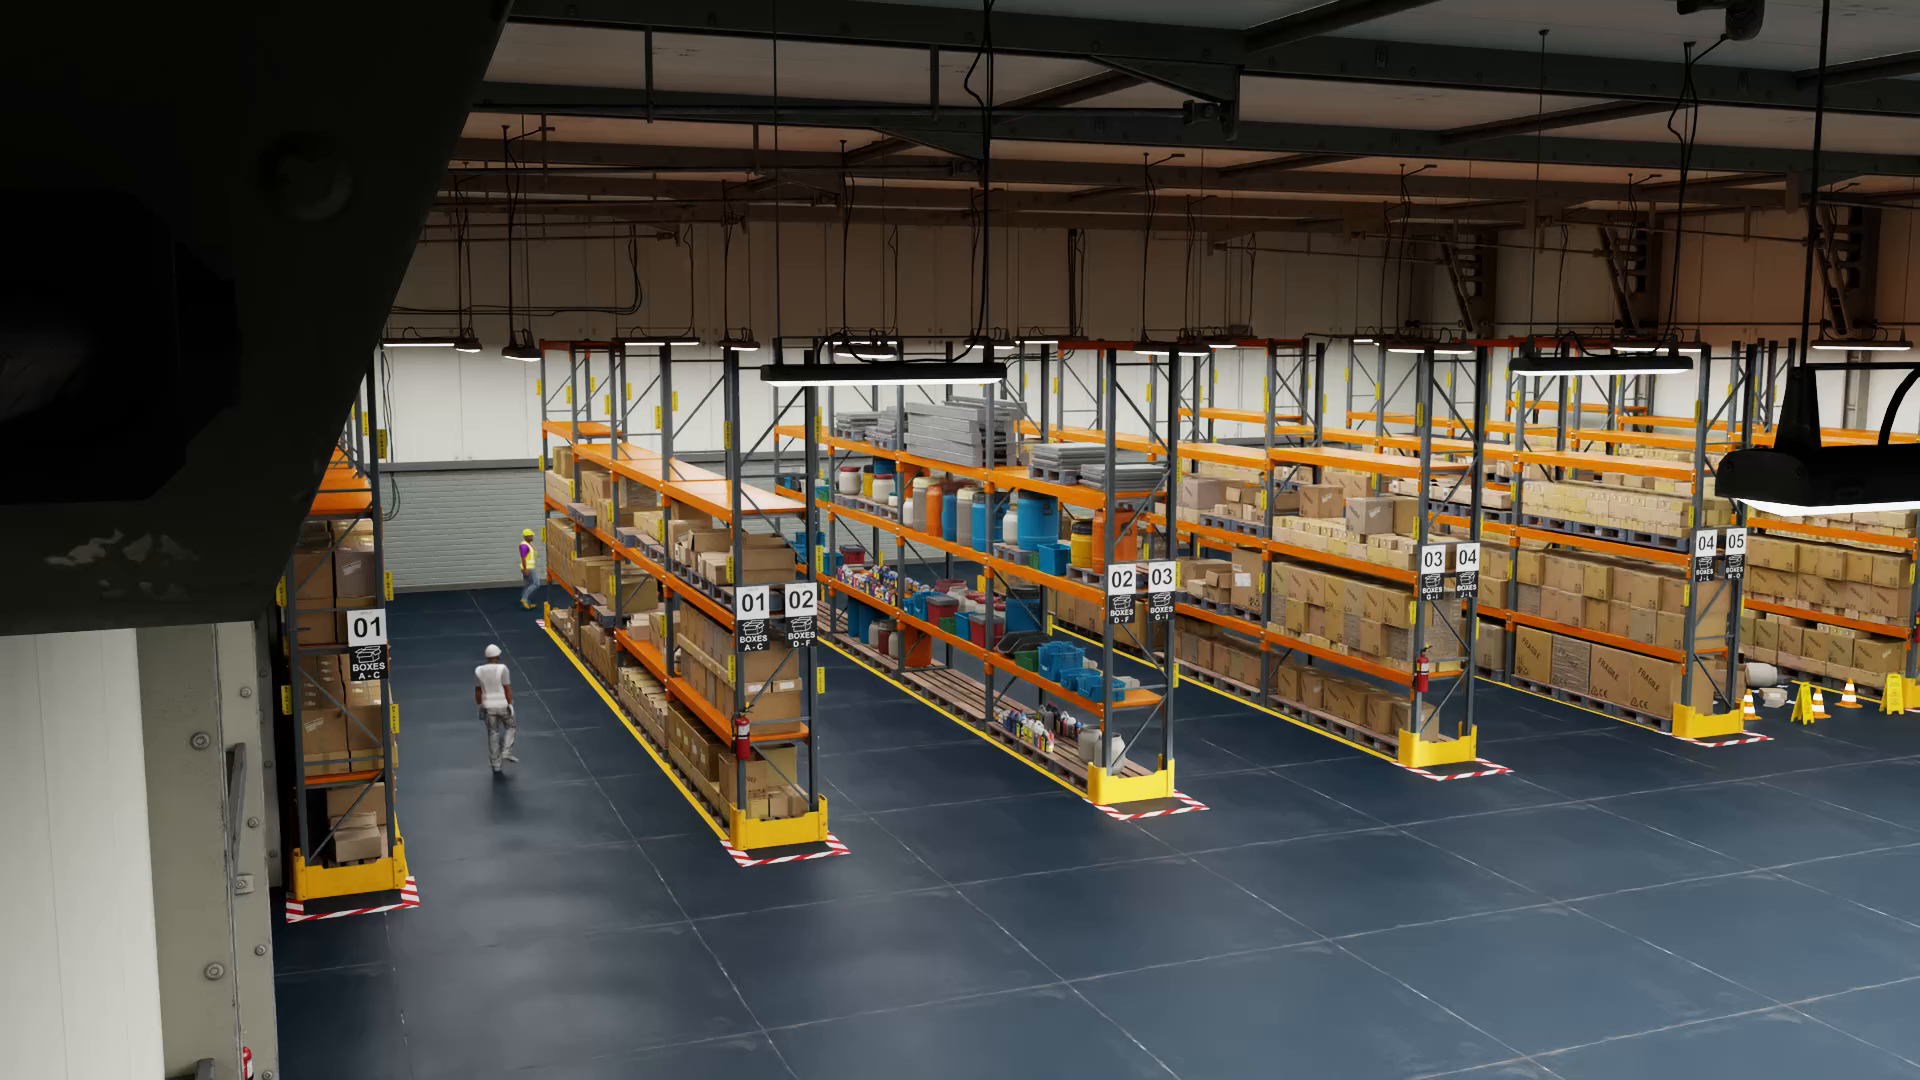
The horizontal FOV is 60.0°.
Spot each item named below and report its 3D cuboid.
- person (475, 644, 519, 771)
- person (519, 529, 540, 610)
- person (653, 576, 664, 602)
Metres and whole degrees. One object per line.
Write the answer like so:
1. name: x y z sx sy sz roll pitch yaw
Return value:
1. person: -6.599 2.375 23.643 0.586 1.773 0.489 -1 8 -8
2. person: -9.580 0.640 36.948 0.447 1.767 0.603 -3 8 -19
3. person: -6.083 1.048 34.259 0.562 1.669 1.084 -3 8 -25
